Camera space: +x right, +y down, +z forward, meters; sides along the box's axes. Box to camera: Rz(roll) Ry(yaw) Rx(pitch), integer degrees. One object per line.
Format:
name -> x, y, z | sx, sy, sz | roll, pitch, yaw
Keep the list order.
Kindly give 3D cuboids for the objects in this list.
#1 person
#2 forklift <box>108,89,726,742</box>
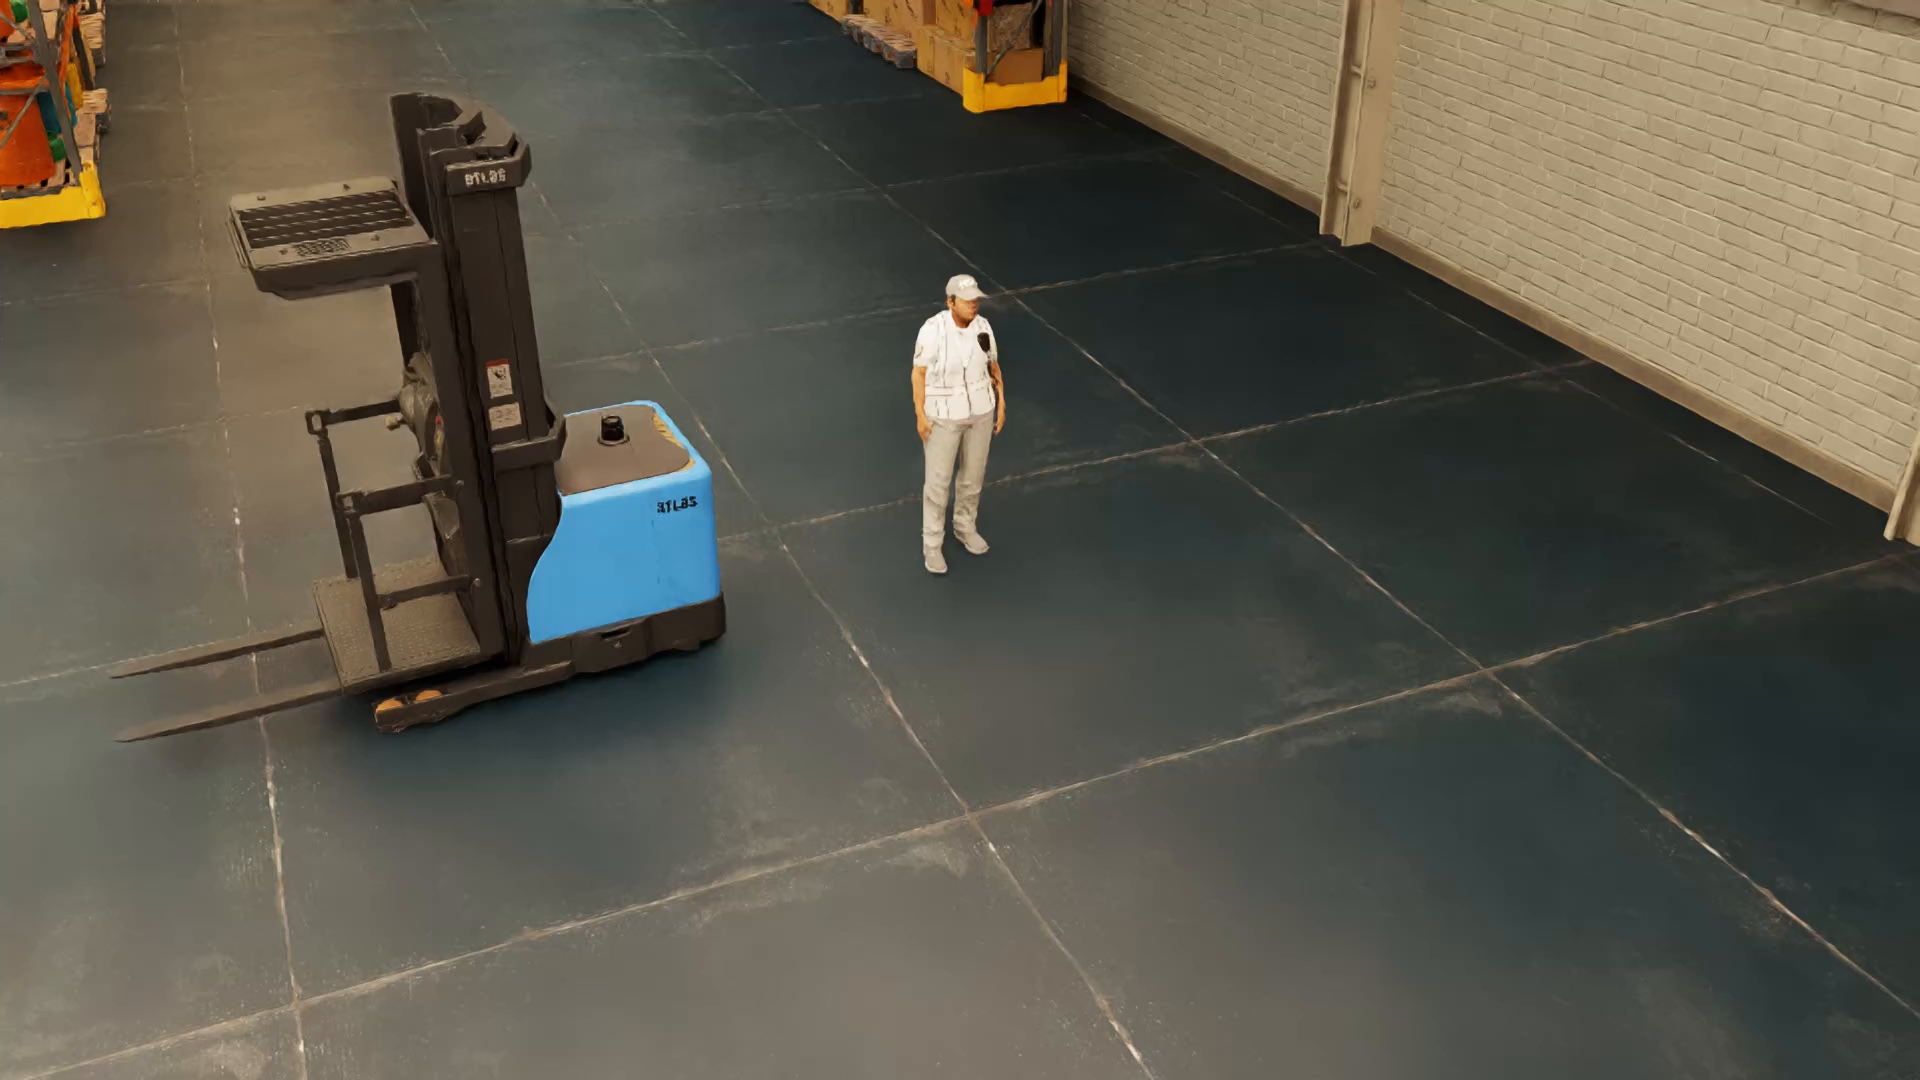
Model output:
person -> 0.010, -0.690, 9.587 | 0.598, 1.669, 0.529 | -12, 32, -20
forklift -> -2.830, -0.600, 8.170 | 3.031, 2.935, 1.130 | -14, 33, -23
